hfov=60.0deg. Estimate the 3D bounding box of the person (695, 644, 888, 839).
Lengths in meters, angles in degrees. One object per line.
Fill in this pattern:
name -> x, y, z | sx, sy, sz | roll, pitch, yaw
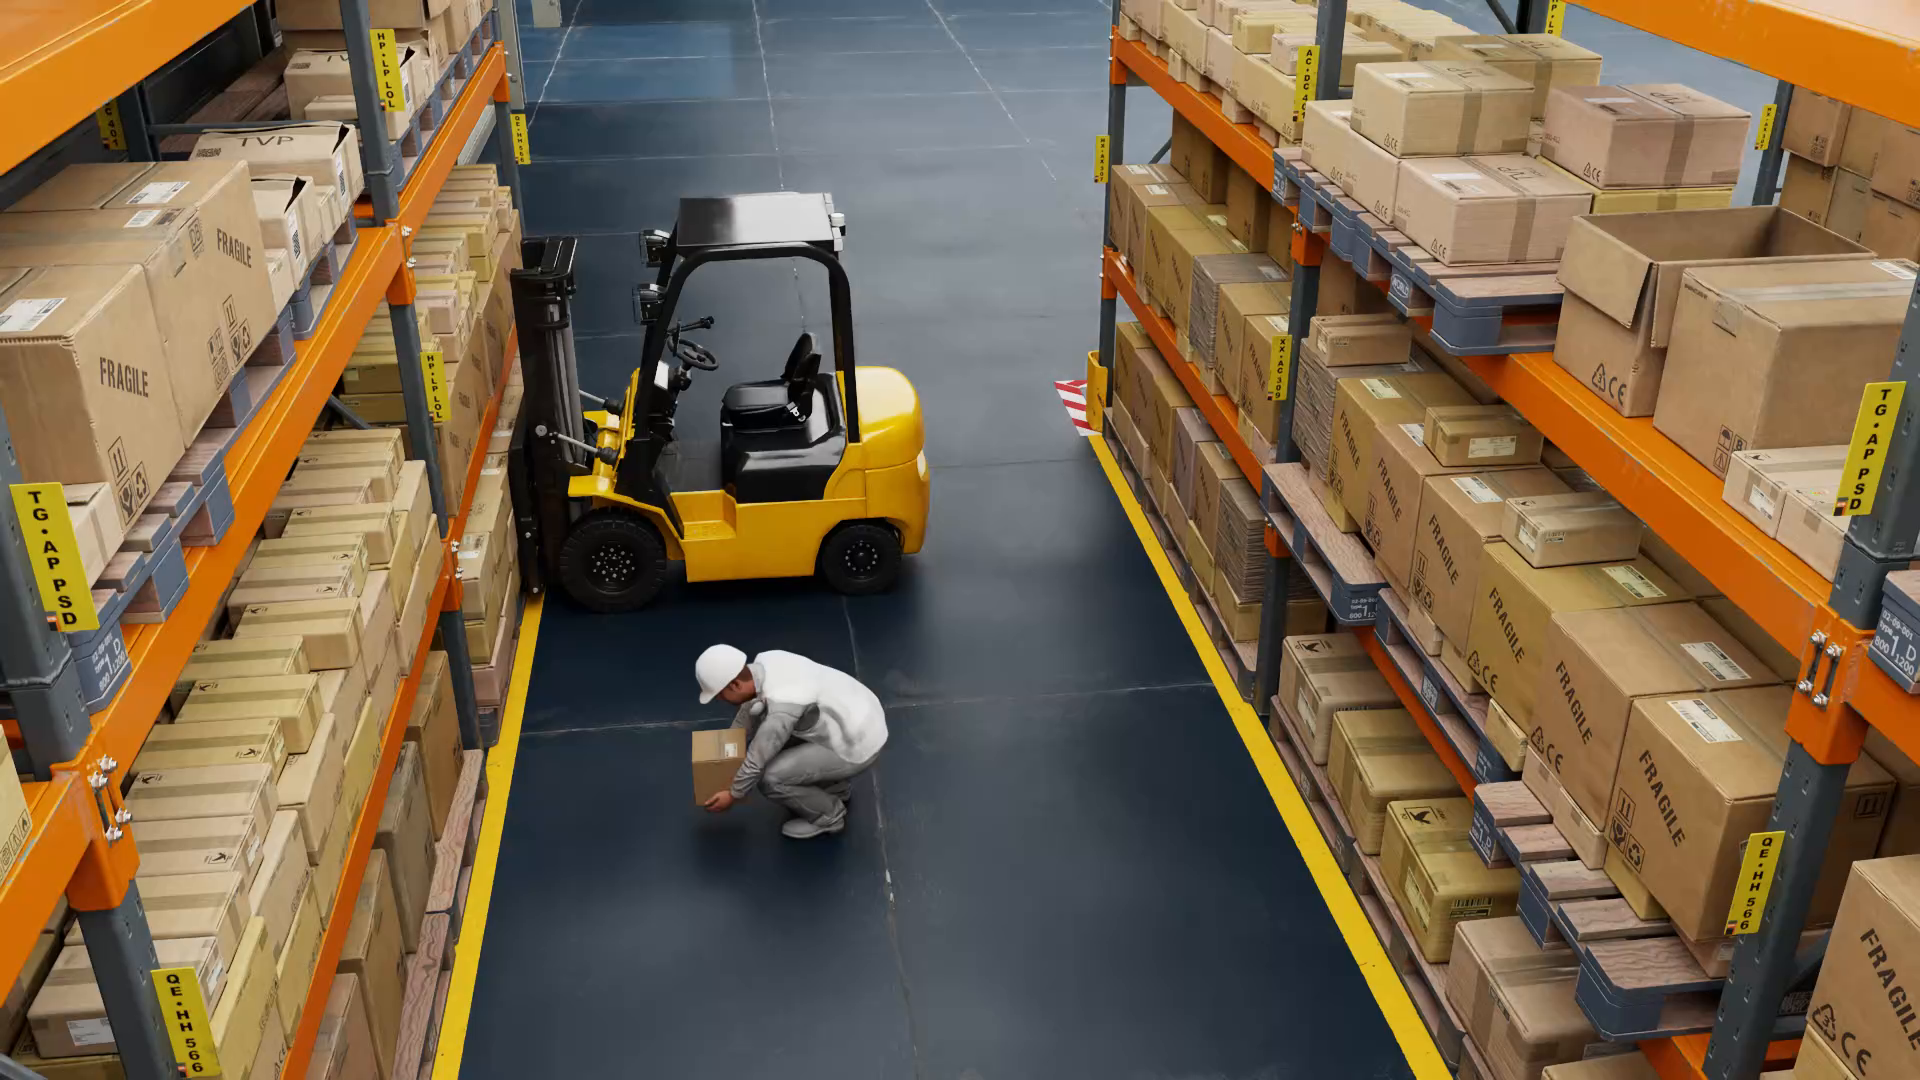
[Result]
person -> -0.772, 0.886, 7.699 | 0.867, 1.009, 0.541 | -4, 27, -7
